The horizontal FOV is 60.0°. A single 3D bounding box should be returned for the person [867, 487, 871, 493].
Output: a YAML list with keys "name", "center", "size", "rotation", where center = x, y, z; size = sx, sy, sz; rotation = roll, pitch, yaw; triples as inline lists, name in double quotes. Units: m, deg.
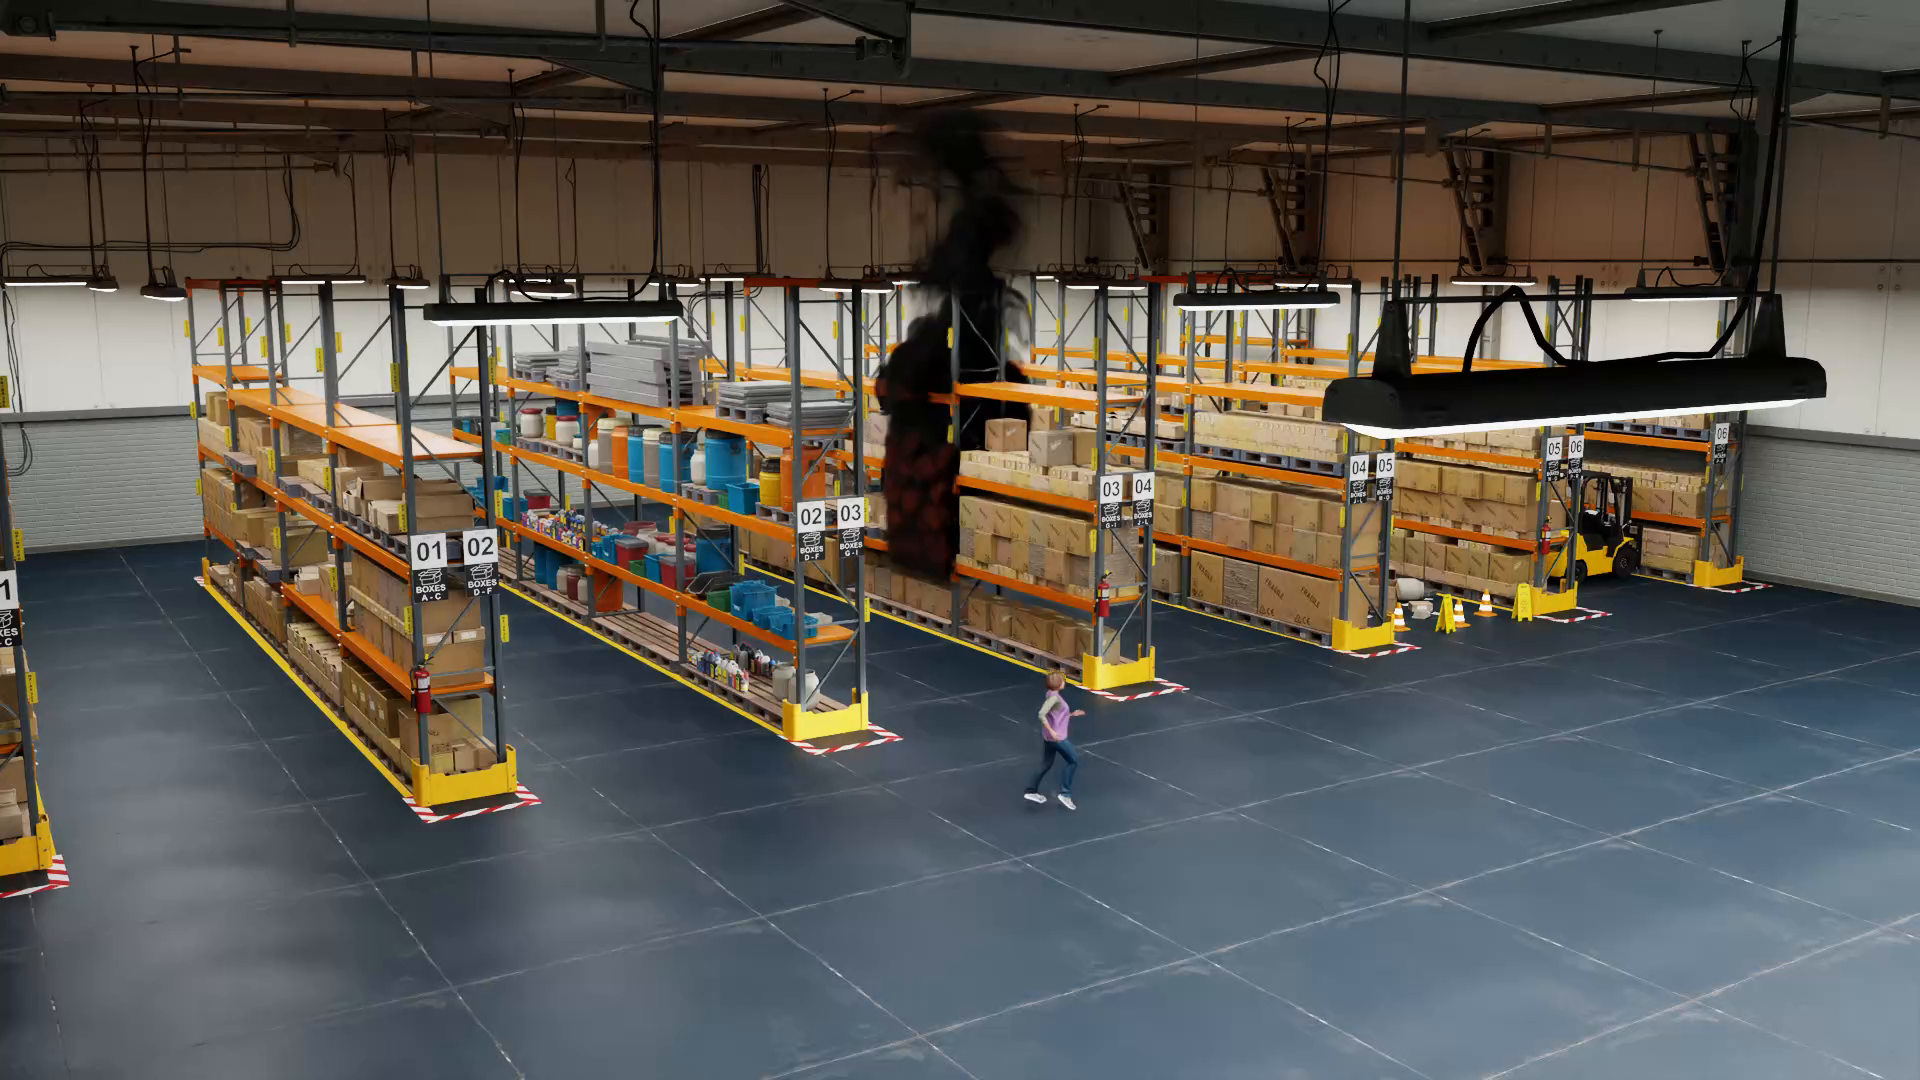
- name: "person"
  center: [-2.182, -0.504, 35.692]
  size: [0.669, 1.848, 0.831]
  rotation: [-9, 13, -43]

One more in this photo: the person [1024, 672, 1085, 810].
- name: "person"
  center: [1.102, 2.336, 19.317]
  size: [0.711, 1.644, 0.504]
  rotation: [-2, 10, -10]

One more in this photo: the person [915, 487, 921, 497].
- name: "person"
  center: [-0.936, -1.481, 41.785]
  size: [0.901, 1.651, 0.674]
  rotation: [4, 10, 24]

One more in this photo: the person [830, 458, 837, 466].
- name: "person"
  center: [-3.271, -1.368, 41.502]
  size: [0.686, 1.562, 0.662]
  rotation: [-7, 12, -34]
